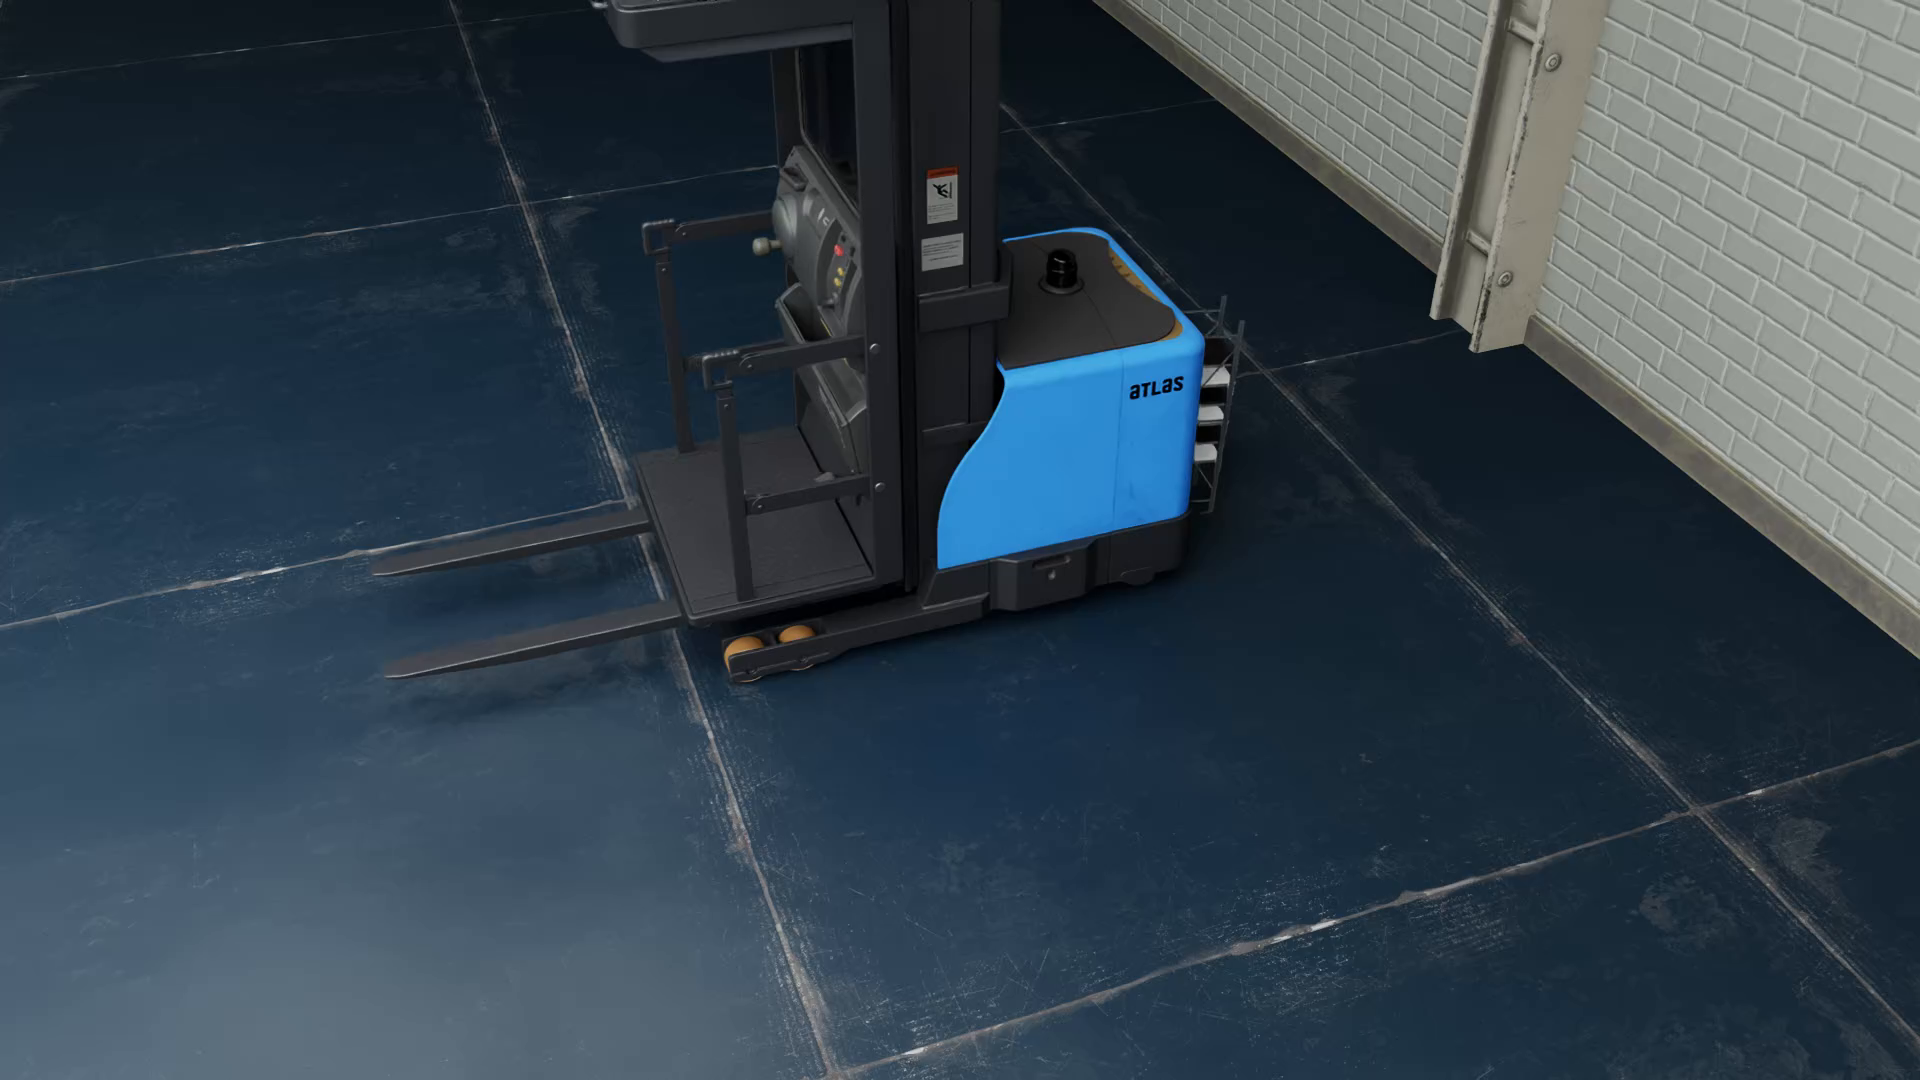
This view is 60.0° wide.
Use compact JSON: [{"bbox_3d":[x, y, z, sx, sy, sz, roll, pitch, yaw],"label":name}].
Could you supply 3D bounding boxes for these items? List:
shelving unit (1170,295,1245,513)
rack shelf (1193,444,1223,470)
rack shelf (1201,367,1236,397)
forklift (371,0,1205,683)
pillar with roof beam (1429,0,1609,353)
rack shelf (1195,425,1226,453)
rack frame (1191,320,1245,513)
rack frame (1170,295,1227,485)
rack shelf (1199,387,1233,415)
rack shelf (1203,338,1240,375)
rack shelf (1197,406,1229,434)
[{"bbox_3d":[0.931,-0.528,6.692,0.258,0.900,0.210,-5,37,-11],"label":"shelving unit"},{"bbox_3d":[0.921,-0.356,6.819,0.258,0.077,0.200,-5,37,-11],"label":"rack shelf"},{"bbox_3d":[0.938,-0.646,6.605,0.258,0.077,0.200,-5,37,-11],"label":"rack shelf"},{"bbox_3d":[-0.676,-1.012,5.657,3.031,2.935,1.130,-12,39,-16],"label":"forklift"},{"bbox_3d":[-1.510,-3.738,4.233,9.100,9.000,0.400,-12,39,-16],"label":"pillar with roof beam"},{"bbox_3d":[0.925,-0.429,6.765,0.258,0.077,0.200,-5,37,-11],"label":"rack shelf"},{"bbox_3d":[0.952,-0.468,6.613,0.240,0.900,0.006,-5,37,-11],"label":"rack frame"},{"bbox_3d":[0.910,-0.588,6.771,0.240,0.900,0.006,-5,37,-11],"label":"rack frame"},{"bbox_3d":[0.934,-0.573,6.658,0.258,0.077,0.200,-5,37,-11],"label":"rack shelf"},{"bbox_3d":[0.942,-0.718,6.551,0.258,0.077,0.200,-5,37,-11],"label":"rack shelf"},{"bbox_3d":[0.930,-0.501,6.712,0.258,0.077,0.200,-5,37,-11],"label":"rack shelf"}]
